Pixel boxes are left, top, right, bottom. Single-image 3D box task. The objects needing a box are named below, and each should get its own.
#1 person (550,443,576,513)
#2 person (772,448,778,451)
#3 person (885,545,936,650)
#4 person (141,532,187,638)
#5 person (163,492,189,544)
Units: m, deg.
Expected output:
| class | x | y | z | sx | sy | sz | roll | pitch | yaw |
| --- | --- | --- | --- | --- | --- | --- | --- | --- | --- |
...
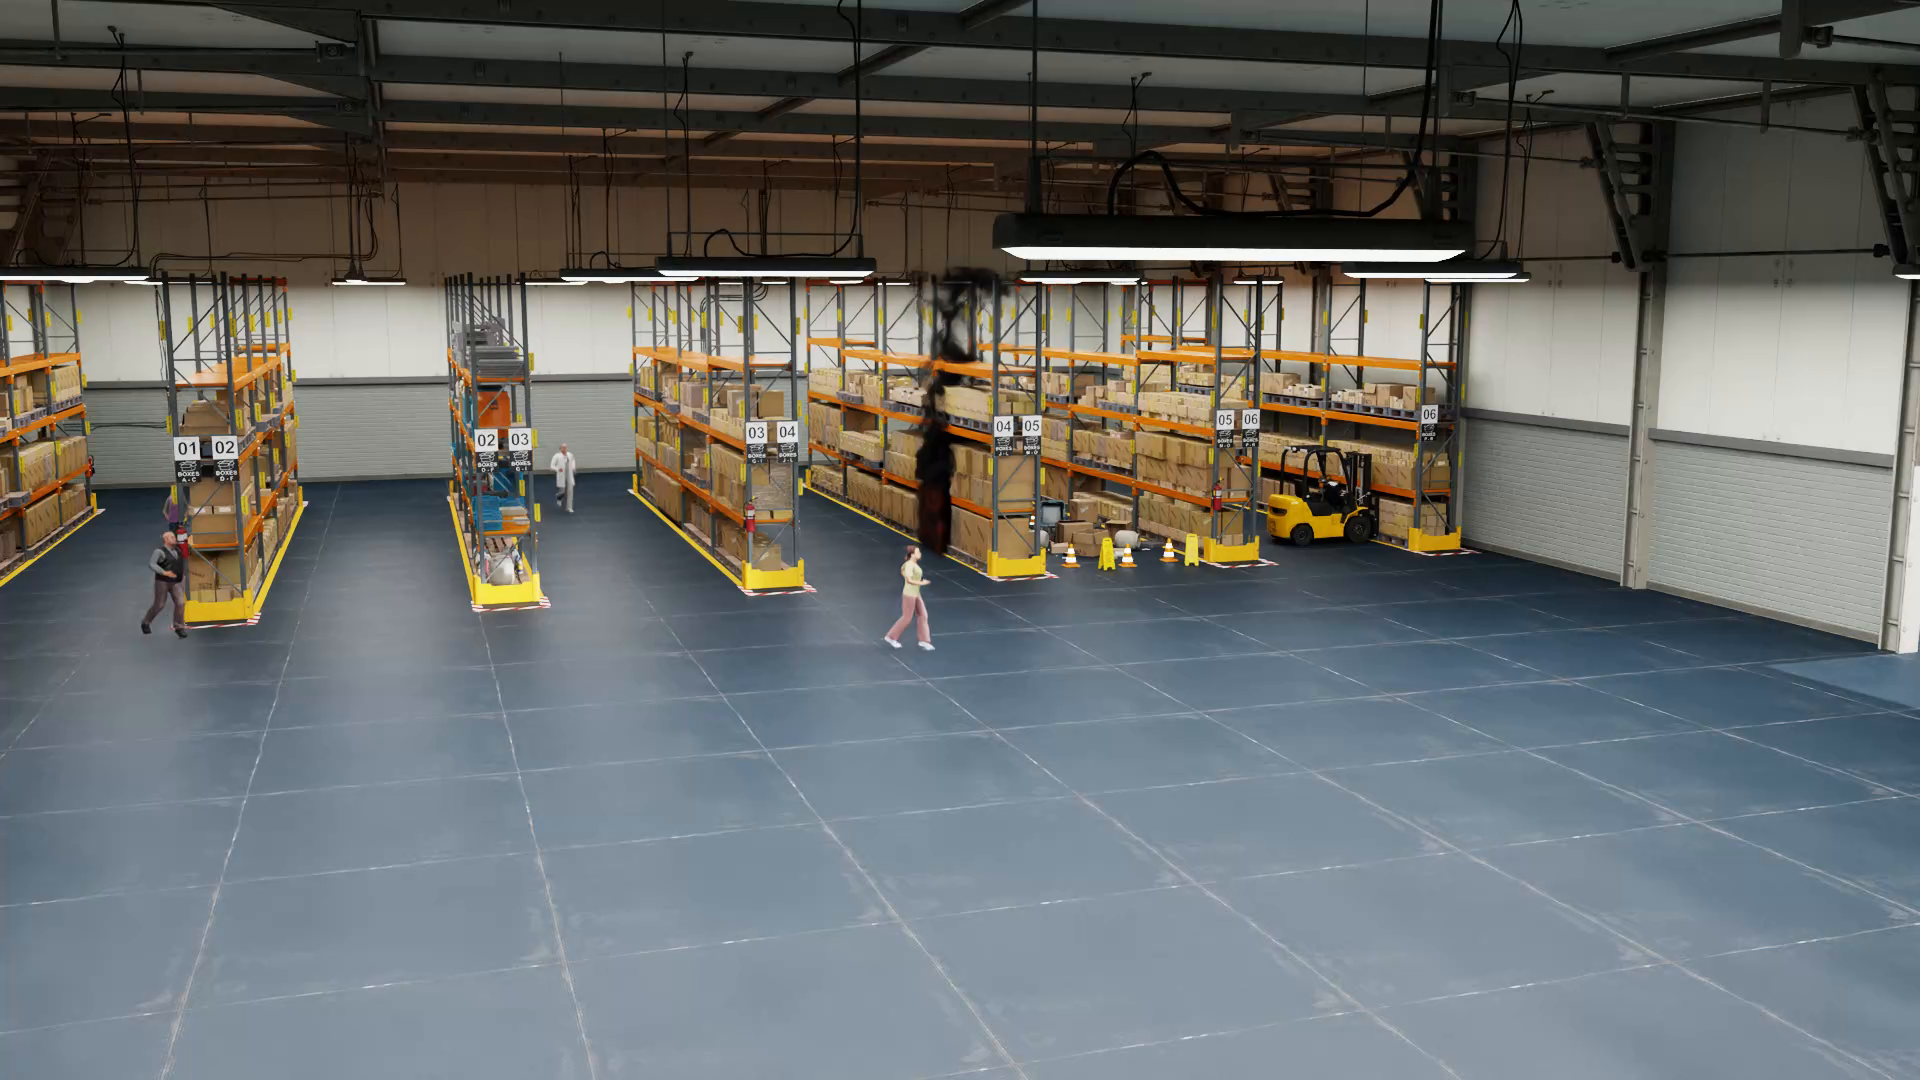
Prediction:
| class | x | y | z | sx | sy | sz | roll | pitch | yaw |
| --- | --- | --- | --- | --- | --- | --- | --- | --- | --- |
| person | -10.207 | -1.627 | 42.898 | 0.712 | 1.745 | 0.966 | -5 | 10 | -32 |
| person | -5.257 | -2.146 | 46.824 | 0.671 | 1.635 | 0.584 | -1 | 9 | -7 |
| person | -0.793 | 0.924 | 26.449 | 0.820 | 1.718 | 0.589 | 1 | 9 | 8 |
| person | -13.100 | 0.729 | 27.596 | 0.901 | 1.720 | 0.729 | 4 | 10 | 27 |
| person | -16.718 | -0.377 | 35.534 | 0.536 | 1.545 | 0.618 | -4 | 10 | -25 |
